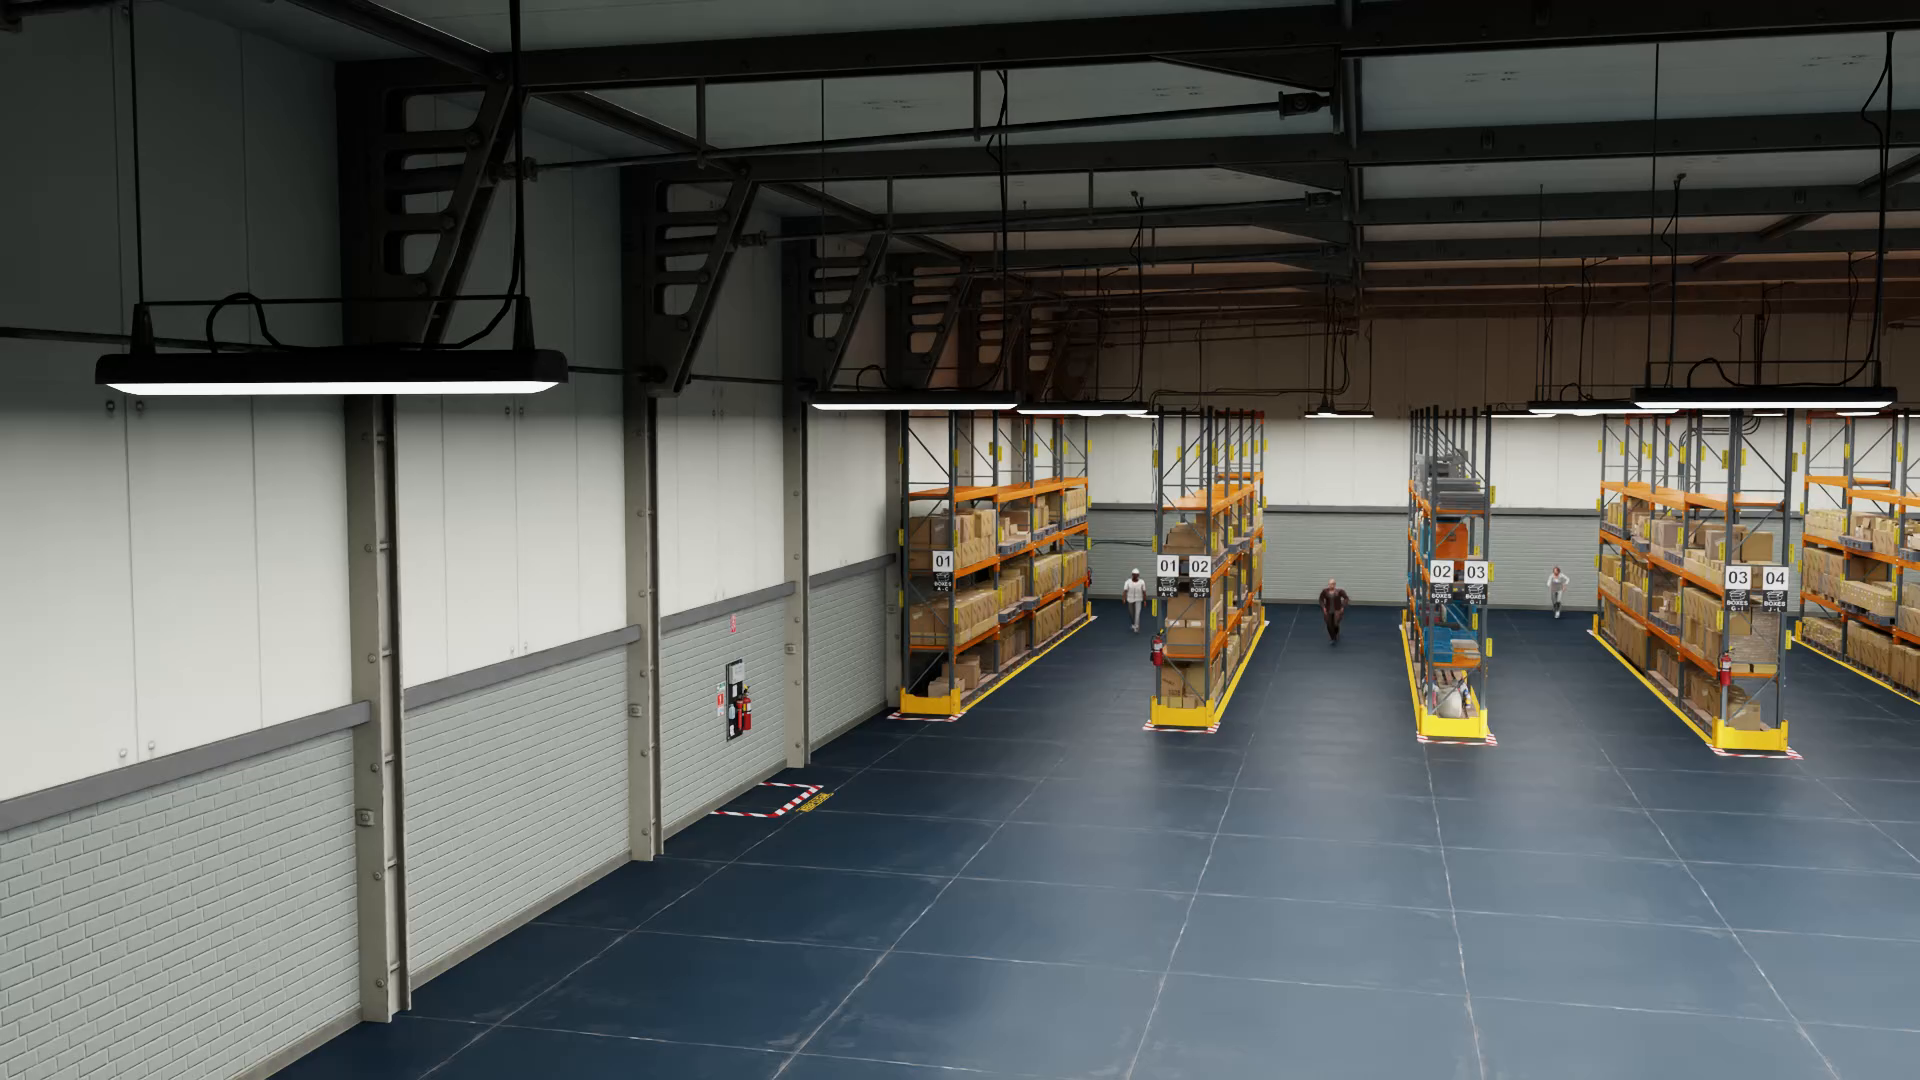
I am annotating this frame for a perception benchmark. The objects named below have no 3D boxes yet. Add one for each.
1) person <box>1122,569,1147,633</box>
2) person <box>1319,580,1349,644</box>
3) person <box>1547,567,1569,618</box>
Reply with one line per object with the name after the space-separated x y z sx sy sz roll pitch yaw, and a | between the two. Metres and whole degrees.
4.723 1.636 44.975 0.632 1.714 1.093 1 4 11 | person
9.579 1.835 42.611 0.751 1.684 0.653 2 4 21 | person
17.274 1.504 48.040 0.578 1.513 0.791 2 5 25 | person
